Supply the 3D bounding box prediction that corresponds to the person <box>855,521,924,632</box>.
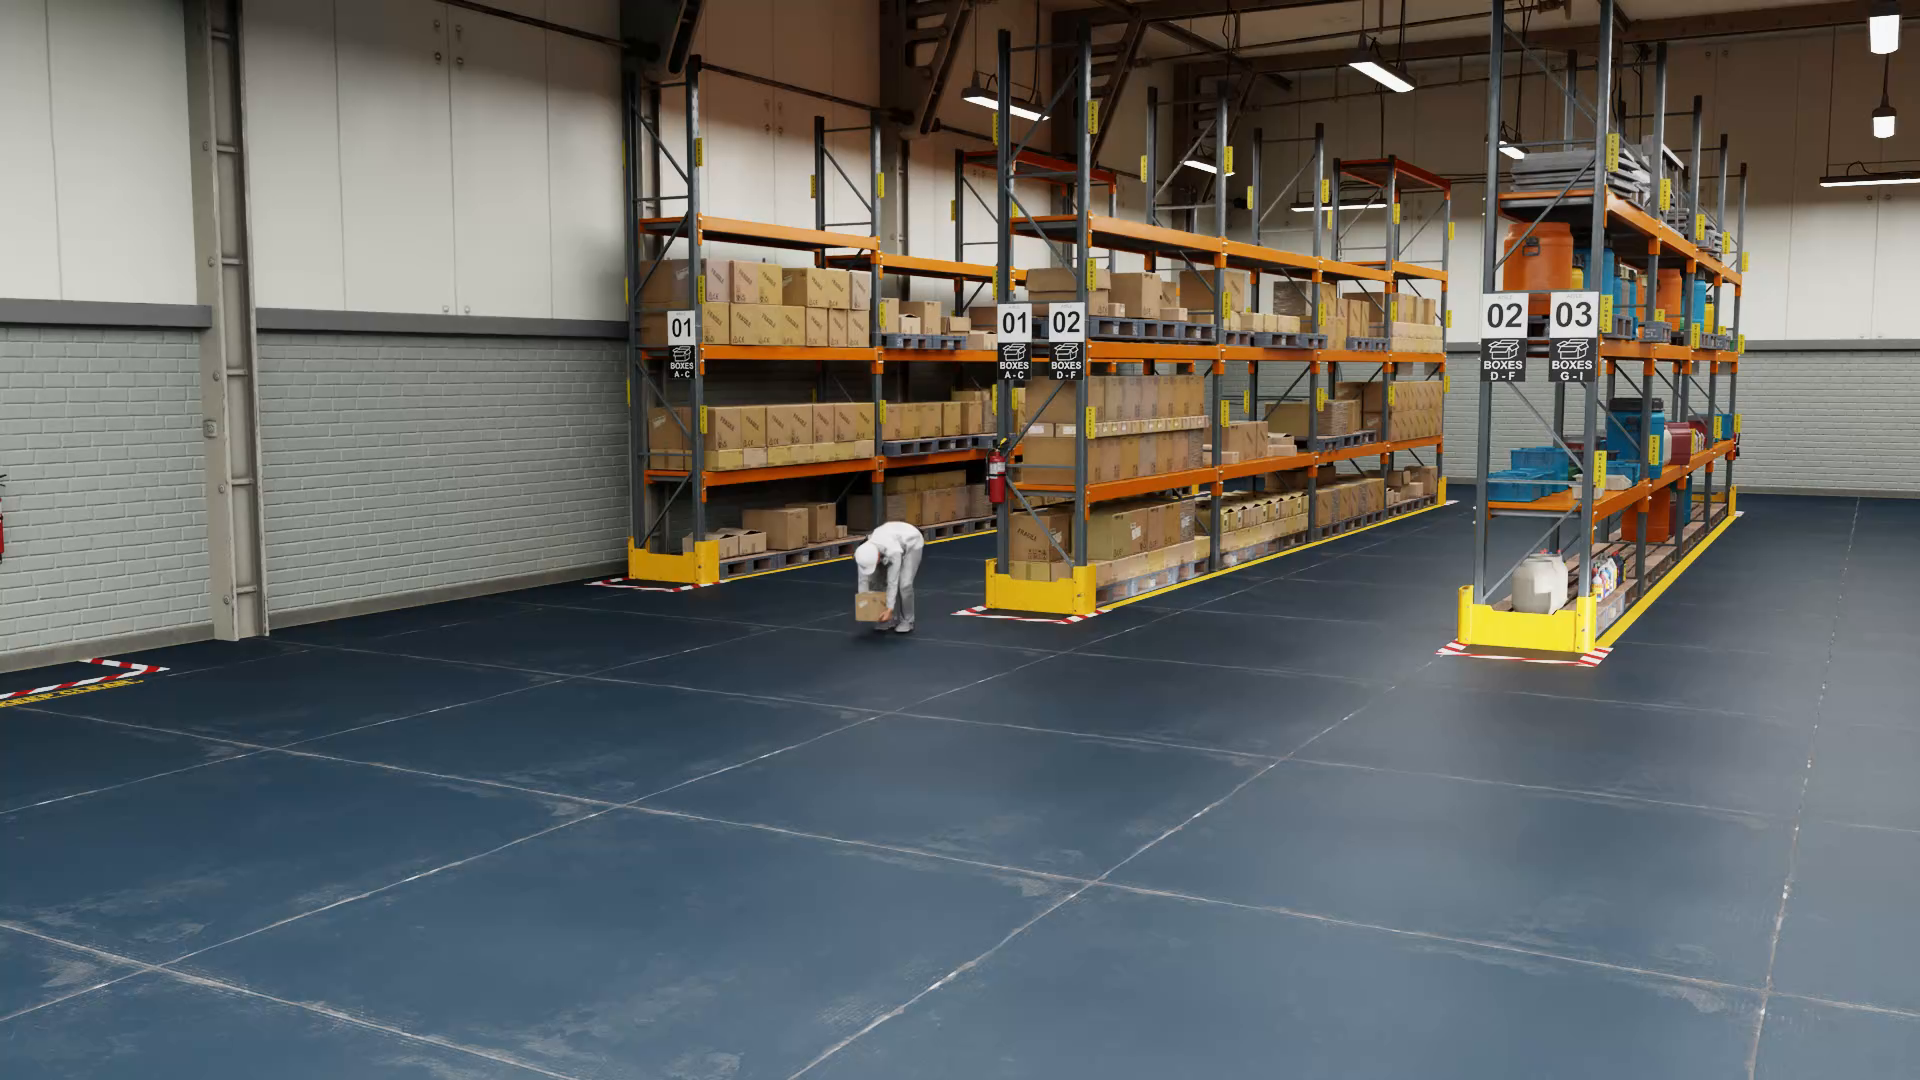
[{"bbox_3d":[-0.715,0.364,15.915,0.475,1.066,1.009,3,7,26],"label":"person"}]
